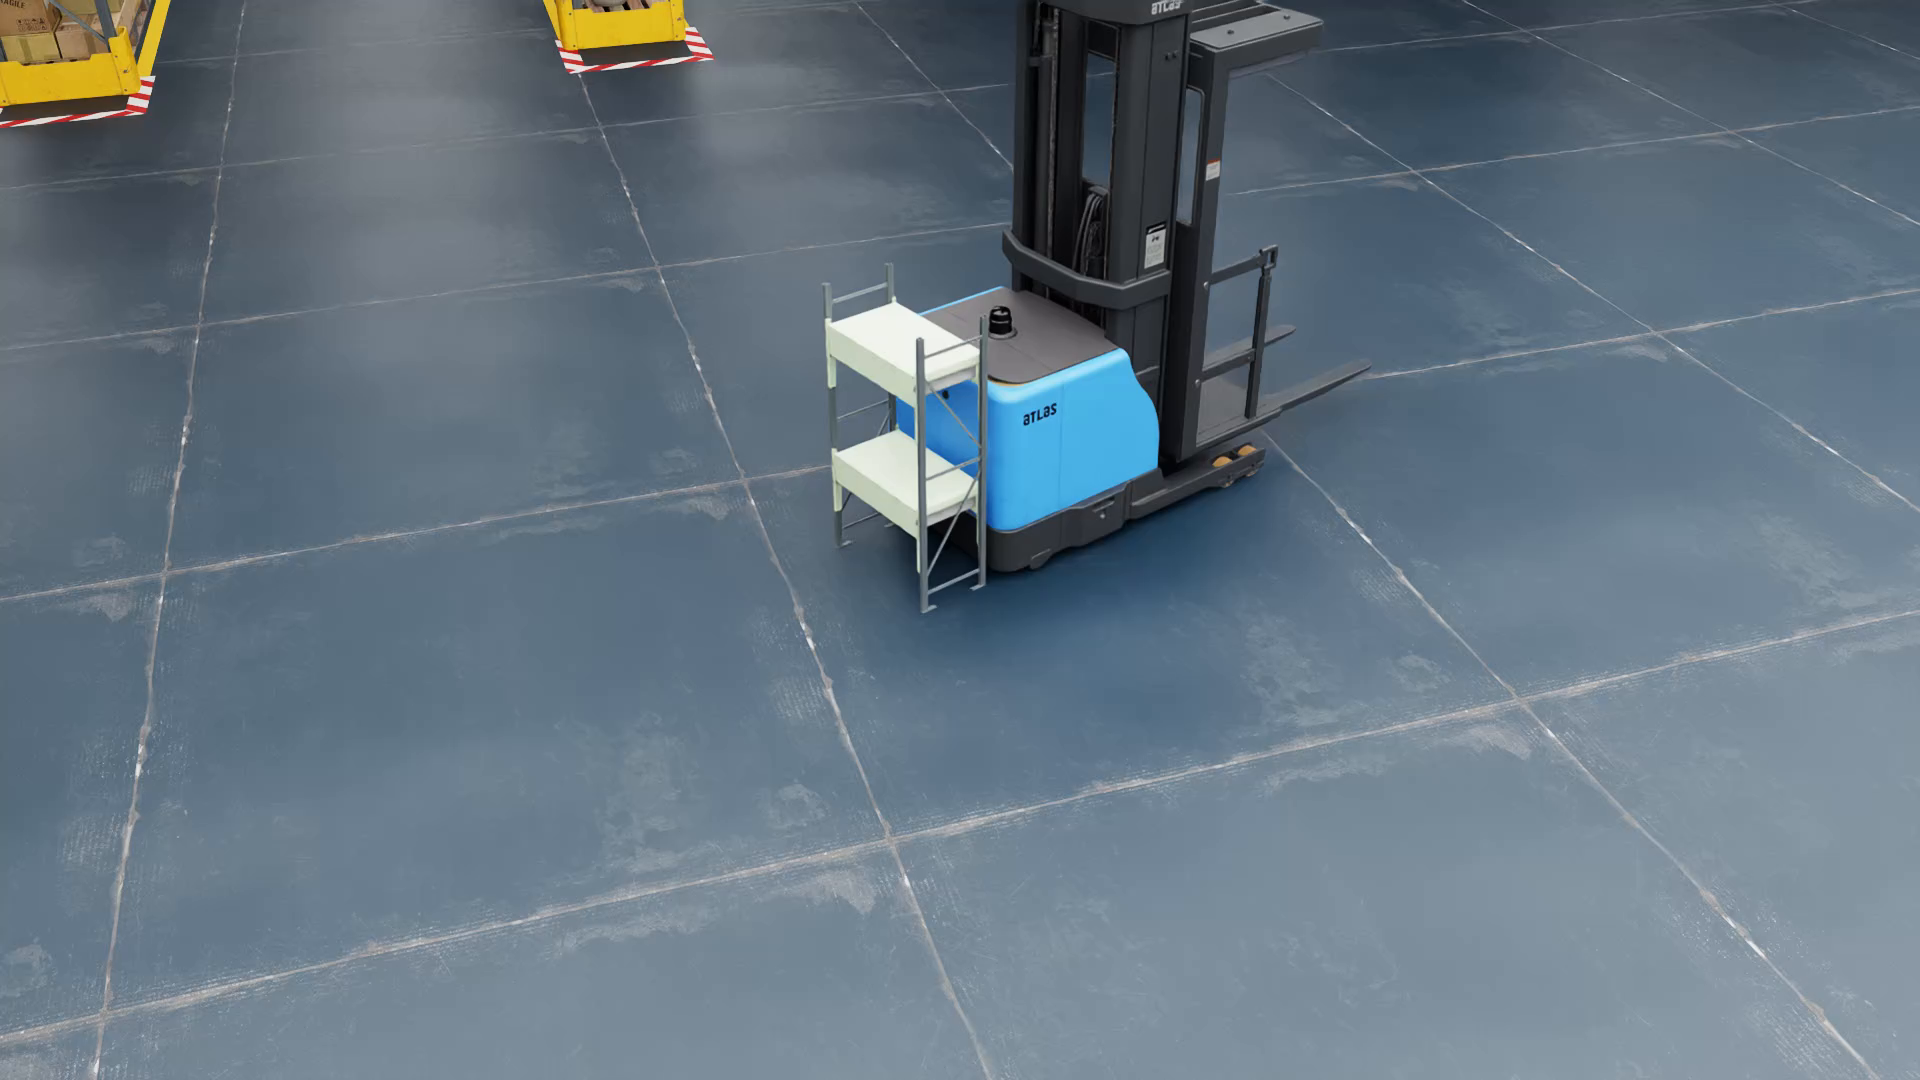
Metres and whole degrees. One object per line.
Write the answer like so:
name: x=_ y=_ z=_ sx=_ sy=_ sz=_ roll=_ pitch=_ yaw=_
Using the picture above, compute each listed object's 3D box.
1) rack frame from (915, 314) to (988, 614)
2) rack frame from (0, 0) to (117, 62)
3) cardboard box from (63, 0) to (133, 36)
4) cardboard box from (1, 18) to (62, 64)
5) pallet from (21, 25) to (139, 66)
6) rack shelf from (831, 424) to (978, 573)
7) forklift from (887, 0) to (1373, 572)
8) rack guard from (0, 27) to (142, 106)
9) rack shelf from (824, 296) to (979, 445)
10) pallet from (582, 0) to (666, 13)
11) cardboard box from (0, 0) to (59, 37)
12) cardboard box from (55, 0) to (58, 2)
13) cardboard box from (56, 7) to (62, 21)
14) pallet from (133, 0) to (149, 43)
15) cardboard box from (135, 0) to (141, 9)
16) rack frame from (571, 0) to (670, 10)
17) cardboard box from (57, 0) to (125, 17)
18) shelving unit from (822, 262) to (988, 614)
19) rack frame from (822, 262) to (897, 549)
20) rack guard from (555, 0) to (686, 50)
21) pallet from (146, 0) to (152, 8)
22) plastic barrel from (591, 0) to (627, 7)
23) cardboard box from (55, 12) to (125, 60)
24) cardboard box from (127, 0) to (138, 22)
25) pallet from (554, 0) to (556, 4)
rack frame: x=-0.034 y=-0.333 z=7.894 sx=0.400 sy=1.500 sz=0.023 roll=-24 pitch=40 yaw=-31
rack frame: x=-7.897 y=-5.214 z=13.920 sx=1.000 sy=3.000 sz=0.127 roll=-10 pitch=35 yaw=-15
cardboard box: x=-8.005 y=-4.823 z=15.441 sx=0.500 sy=0.250 sz=0.500 roll=-10 pitch=35 yaw=-15
cardboard box: x=-8.342 y=-4.474 z=14.913 sx=0.500 sy=0.250 sz=0.500 roll=-10 pitch=35 yaw=-15
pallet: x=-8.170 y=-4.445 z=15.285 sx=1.003 sy=0.211 sz=1.213 roll=-10 pitch=35 yaw=-15
rack shelf: x=-0.261 y=-0.220 z=8.313 sx=0.431 sy=0.370 sz=0.720 roll=-24 pitch=40 yaw=-31
forklift: x=1.078 y=-1.721 z=8.695 sx=3.031 sy=2.935 sz=1.130 roll=-24 pitch=40 yaw=-31
rack guard: x=-7.890 y=-4.159 z=14.590 sx=1.175 sy=0.500 sz=0.348 roll=-10 pitch=35 yaw=-15
rack shelf: x=-0.261 y=-0.817 z=7.919 sx=0.431 sy=0.370 sz=0.720 roll=-24 pitch=40 yaw=-31
pallet: x=-3.489 y=-5.341 z=16.641 sx=1.003 sy=0.211 sz=1.213 roll=-10 pitch=35 yaw=-15
cardboard box: x=-8.344 y=-4.786 z=14.706 sx=0.500 sy=0.500 sz=0.500 roll=-10 pitch=35 yaw=-15
cardboard box: x=-8.663 y=-5.309 z=15.496 sx=0.500 sy=0.500 sz=0.500 roll=-10 pitch=35 yaw=-15
cardboard box: x=-8.506 y=-4.734 z=15.307 sx=0.500 sy=0.250 sz=0.500 roll=-10 pitch=35 yaw=-15
pallet: x=-8.539 y=-5.085 z=16.253 sx=1.003 sy=0.211 sz=1.213 roll=-10 pitch=35 yaw=-15
cardboard box: x=-8.305 y=-5.349 z=16.237 sx=0.500 sy=0.250 sz=0.500 roll=-10 pitch=35 yaw=-15
rack frame: x=-3.179 y=-6.045 z=15.177 sx=1.000 sy=3.000 sz=0.127 roll=-10 pitch=35 yaw=-15
cardboard box: x=-8.003 y=-5.136 z=15.235 sx=0.500 sy=0.500 sz=0.500 roll=-10 pitch=35 yaw=-15
shelving unit: x=-0.261 y=-0.492 z=8.134 sx=0.431 sy=1.500 sz=0.755 roll=-24 pitch=40 yaw=-31
rack frame: x=-0.488 y=-0.650 z=8.373 sx=0.400 sy=1.500 sz=0.023 roll=-24 pitch=40 yaw=-31
rack guard: x=-3.246 y=-5.034 z=15.915 sx=1.175 sy=0.500 sz=0.348 roll=-10 pitch=35 yaw=-15
pallet: x=-8.914 y=-5.726 z=17.224 sx=1.003 sy=0.211 sz=1.213 roll=-10 pitch=35 yaw=-15
plastic barrel: x=-3.452 y=-5.515 z=16.251 sx=0.421 sy=0.512 sz=0.421 roll=0 pitch=33 yaw=0
cardboard box: x=-7.849 y=-4.561 z=15.045 sx=0.500 sy=0.250 sz=0.500 roll=-10 pitch=35 yaw=-15
cardboard box: x=-8.157 y=-5.085 z=15.838 sx=0.500 sy=0.250 sz=0.500 roll=-10 pitch=35 yaw=-15
pallet: x=-3.858 y=-5.980 z=17.609 sx=1.003 sy=0.211 sz=1.213 roll=-10 pitch=35 yaw=-15
